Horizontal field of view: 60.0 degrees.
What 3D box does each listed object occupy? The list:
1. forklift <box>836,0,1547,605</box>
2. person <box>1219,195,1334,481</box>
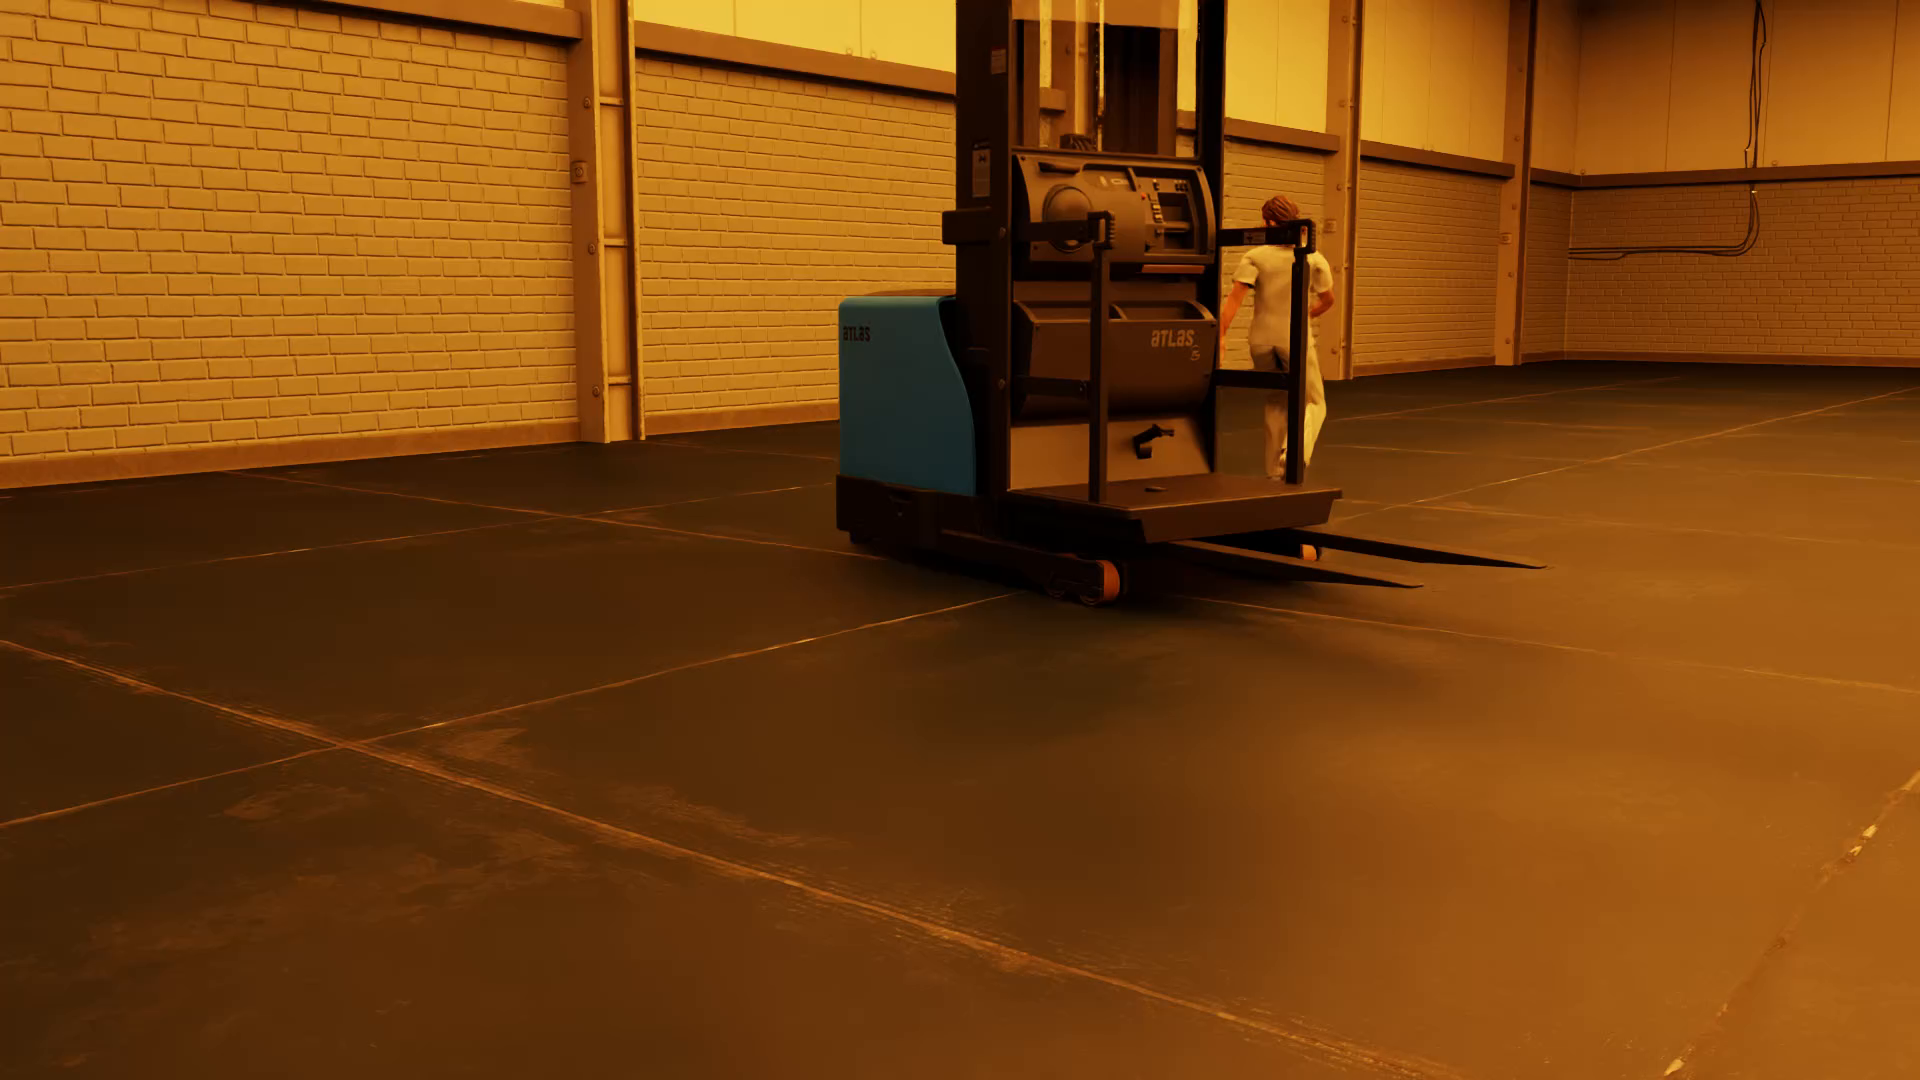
[{"bbox_3d":[0.728,-1.299,6.160,1.130,2.935,3.031,-6,10,-35],"label":"forklift"},{"bbox_3d":[1.740,-1.068,9.147,0.586,1.621,0.610,4,9,27],"label":"person"}]
